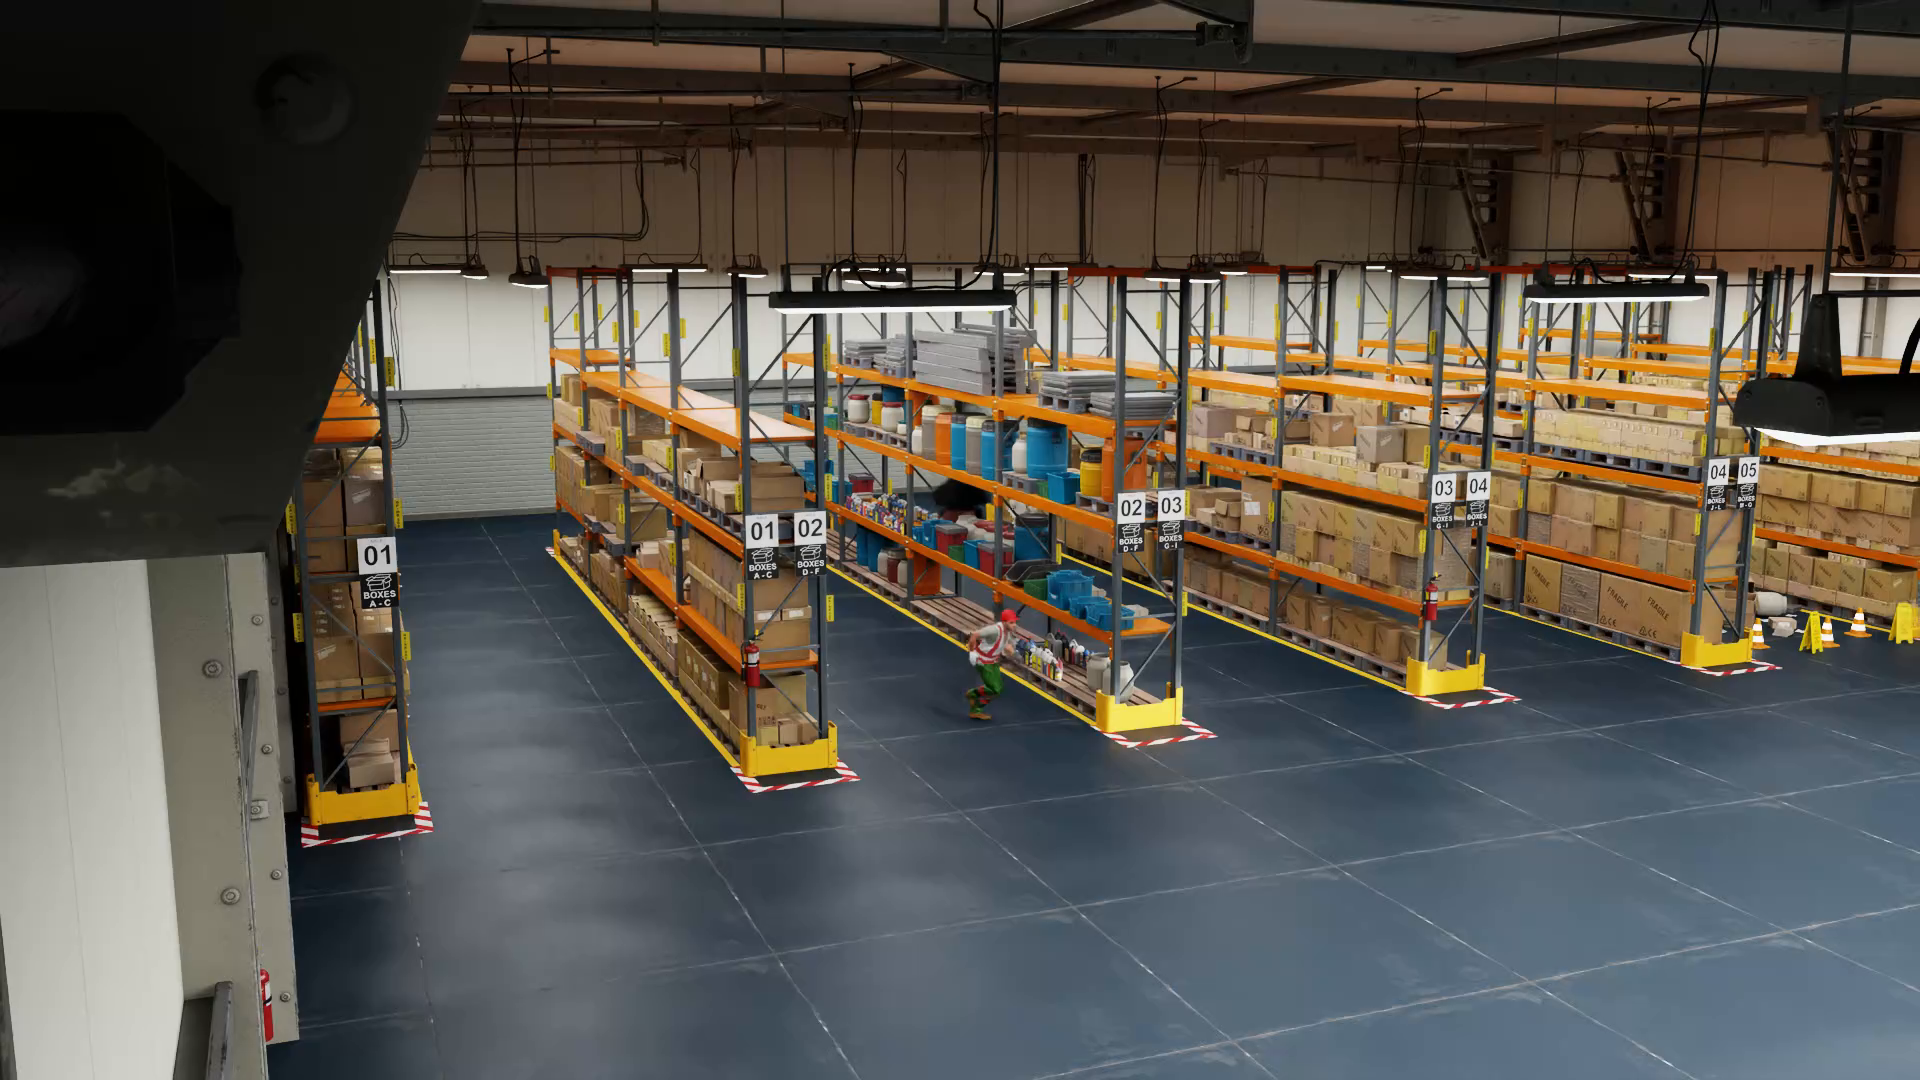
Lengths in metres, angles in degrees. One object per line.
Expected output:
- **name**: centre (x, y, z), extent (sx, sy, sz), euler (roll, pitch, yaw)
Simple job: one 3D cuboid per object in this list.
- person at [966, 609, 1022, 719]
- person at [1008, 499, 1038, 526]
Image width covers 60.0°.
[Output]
- **person**: centre (0.424, 1.690, 22.416), extent (0.828, 1.590, 0.693), euler (7, 12, 34)
- **person**: centre (1.258, -0.418, 33.444), extent (0.699, 1.564, 0.869), euler (-4, 11, -20)
